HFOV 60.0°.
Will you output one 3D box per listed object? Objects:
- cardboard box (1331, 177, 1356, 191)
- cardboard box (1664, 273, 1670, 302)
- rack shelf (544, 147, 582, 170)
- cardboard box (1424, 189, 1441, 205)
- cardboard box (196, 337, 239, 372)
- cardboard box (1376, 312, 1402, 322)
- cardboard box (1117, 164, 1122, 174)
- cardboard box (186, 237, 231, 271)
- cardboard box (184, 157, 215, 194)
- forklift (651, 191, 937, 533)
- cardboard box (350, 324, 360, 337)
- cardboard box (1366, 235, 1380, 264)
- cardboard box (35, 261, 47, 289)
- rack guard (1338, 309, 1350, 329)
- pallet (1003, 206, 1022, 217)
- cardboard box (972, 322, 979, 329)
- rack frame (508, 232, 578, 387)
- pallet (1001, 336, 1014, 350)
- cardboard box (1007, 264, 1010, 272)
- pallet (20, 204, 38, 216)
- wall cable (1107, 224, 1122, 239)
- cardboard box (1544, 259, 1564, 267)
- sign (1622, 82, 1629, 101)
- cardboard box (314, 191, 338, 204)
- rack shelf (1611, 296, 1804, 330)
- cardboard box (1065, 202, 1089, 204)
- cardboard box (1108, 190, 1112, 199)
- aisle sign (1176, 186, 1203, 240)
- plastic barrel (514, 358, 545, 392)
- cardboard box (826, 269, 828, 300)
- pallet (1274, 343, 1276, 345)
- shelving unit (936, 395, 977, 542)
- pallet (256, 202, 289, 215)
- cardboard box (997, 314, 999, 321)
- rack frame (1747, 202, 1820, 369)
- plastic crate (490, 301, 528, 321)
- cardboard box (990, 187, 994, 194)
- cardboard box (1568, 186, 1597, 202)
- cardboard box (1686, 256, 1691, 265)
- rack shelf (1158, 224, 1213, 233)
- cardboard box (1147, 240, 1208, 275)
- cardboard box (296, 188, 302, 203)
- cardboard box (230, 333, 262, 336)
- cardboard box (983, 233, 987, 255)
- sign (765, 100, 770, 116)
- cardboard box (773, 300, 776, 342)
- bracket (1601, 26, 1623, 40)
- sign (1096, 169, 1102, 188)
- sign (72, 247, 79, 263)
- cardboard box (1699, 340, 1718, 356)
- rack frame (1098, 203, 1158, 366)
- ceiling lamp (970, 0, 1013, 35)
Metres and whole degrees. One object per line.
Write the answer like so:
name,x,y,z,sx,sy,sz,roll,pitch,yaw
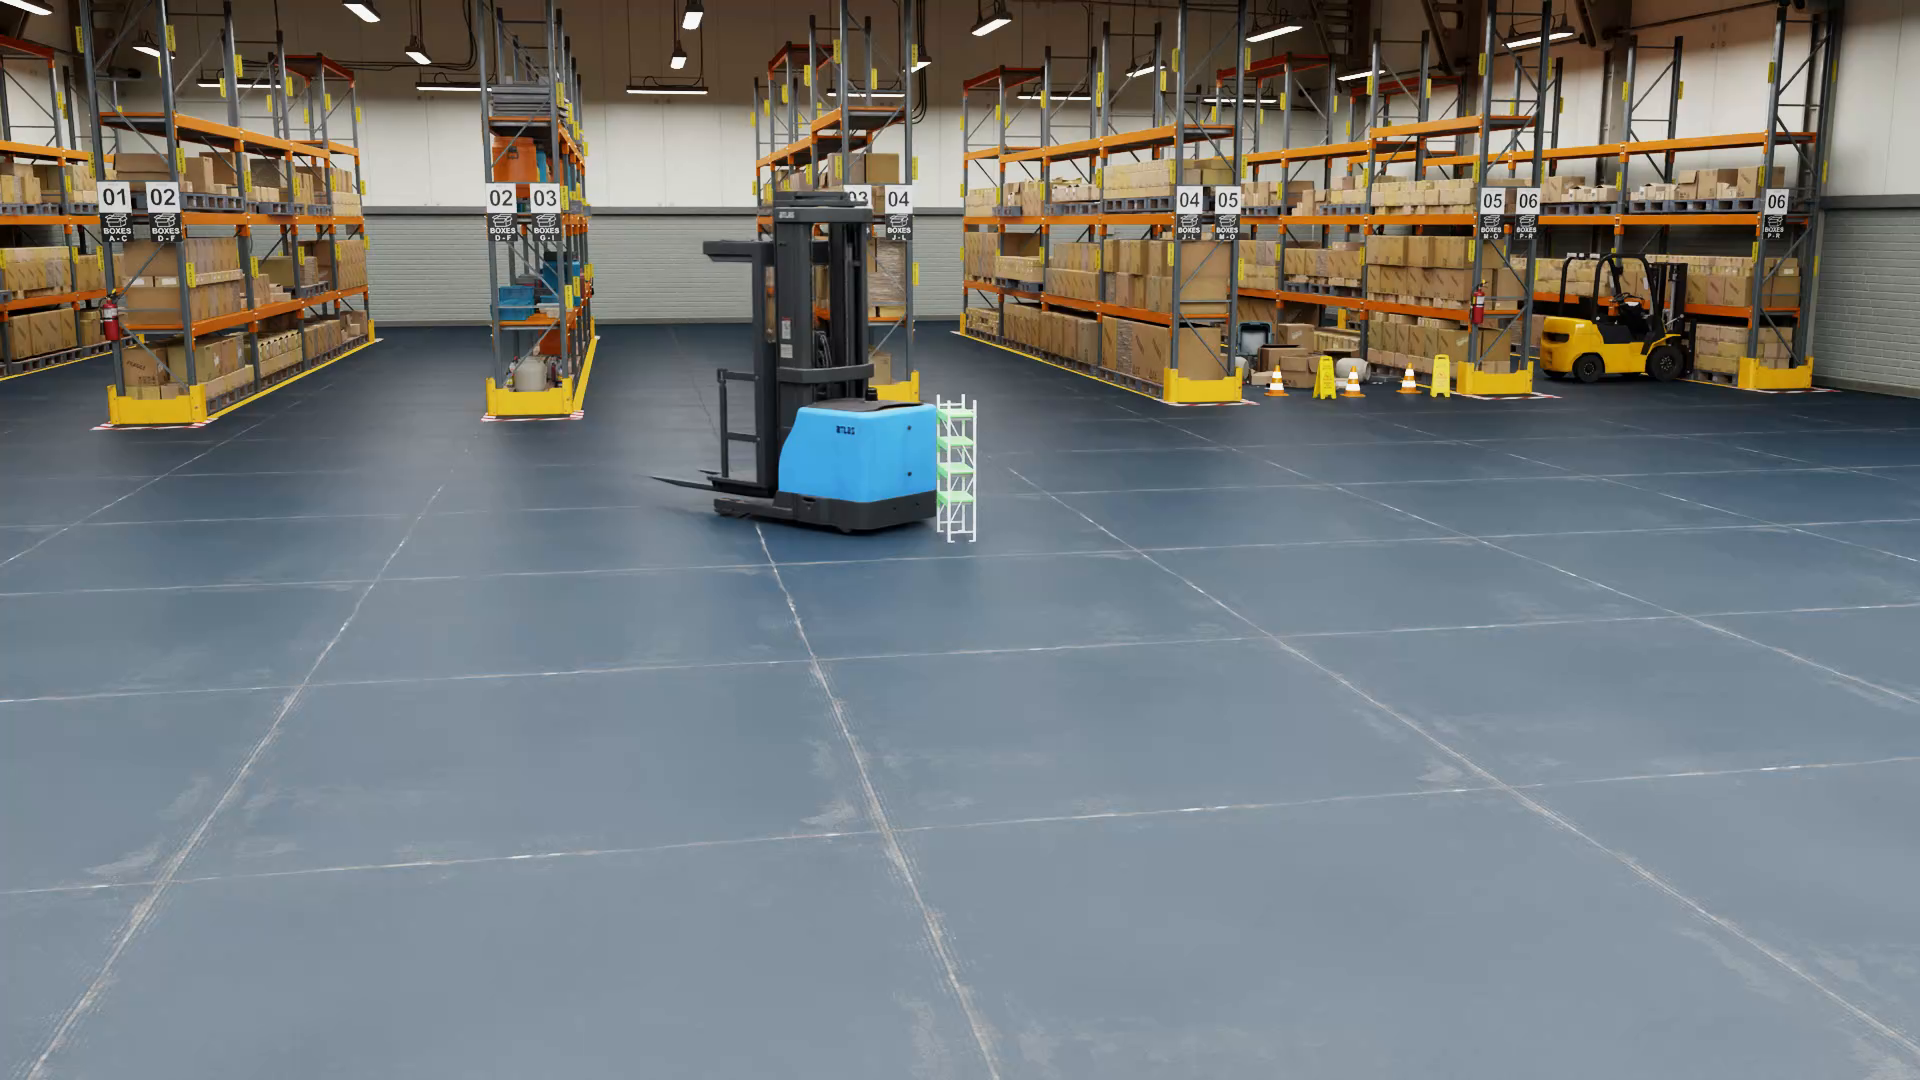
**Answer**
cardboard box,7.296,-6.679,31.183,0.500,0.250,0.500,-2,11,-10
cardboard box,12.669,-4.491,29.501,0.500,0.500,0.500,-2,11,-12
rack shelf,-7.992,-7.496,32.508,1.077,0.370,4.000,-2,11,-11
cardboard box,7.966,-5.623,27.299,0.500,0.250,0.500,-2,11,-9
cardboard box,-11.194,-2.782,25.018,0.500,0.500,0.500,-2,11,-11
cardboard box,7.569,-3.939,29.358,0.380,0.149,0.250,-2,11,-10
cardboard box,2.805,-6.119,27.449,0.380,0.149,0.250,-2,11,-12
cardboard box,-11.493,-4.332,25.196,0.700,0.500,0.500,-2,11,-11
cardboard box,-10.962,-5.198,23.696,0.500,0.500,0.500,-2,11,-11
forklift,-1.640,-1.701,15.297,3.031,2.935,1.130,9,14,39
cardboard box,-13.516,-4.619,36.621,0.500,0.250,0.500,-2,11,-11
cardboard box,7.627,-5.137,29.427,0.700,0.500,0.500,-2,11,-12
cardboard box,-17.462,-4.958,31.107,0.500,0.500,0.500,-2,11,-9
rack guard,10.303,-5.679,42.698,1.175,0.500,0.348,-2,11,-11
pallet,1.582,-6.882,34.811,1.213,0.211,1.003,-2,11,-11
cardboard box,0.500,-5.098,39.462,0.380,0.149,0.250,-2,11,-10
rack frame,-6.825,-3.999,27.183,1.000,3.000,0.127,-2,11,-11
pallet,1.515,-4.295,36.199,1.003,0.211,1.213,-2,11,-11
cardboard box,1.196,-5.756,35.169,0.380,0.149,0.250,-2,11,-9
pallet,-17.719,-6.074,30.569,1.003,0.211,1.213,-2,11,-8
wall cable,4.300,-8.288,46.917,0.585,1.953,0.123,-2,11,-11
cardboard box,11.878,-5.516,33.154,0.380,0.149,0.250,-2,11,-10
sign,12.092,-8.143,30.204,0.100,0.325,0.005,-2,11,-11
cardboard box,-13.092,-7.030,34.152,0.500,0.250,0.500,-2,11,-11
rack shelf,13.011,-4.000,29.115,1.077,0.370,4.000,-2,11,-11
cardboard box,2.290,-6.711,33.145,0.500,0.500,0.500,-2,11,-11
cardboard box,2.707,-5.820,28.009,0.380,0.149,0.250,-2,11,-11
aisle sign,3.415,-4.860,24.756,0.394,0.787,0.004,-2,11,-11
plastic barrel,-6.250,-2.367,24.141,0.421,0.512,0.421,0,11,0
cardboard box,-1.681,-4.108,26.695,0.875,0.500,0.500,-2,11,-11
pallet,6.896,-4.050,34.912,1.003,0.211,1.213,-2,11,-11
shelving unit,-0.032,-0.620,14.244,0.258,1.200,0.503,-2,11,-11
pallet,-12.023,-5.607,28.118,1.003,0.211,1.213,-2,11,-8
cardboard box,1.037,-4.962,37.153,0.380,0.149,0.250,-2,11,-9
rack frame,13.400,-3.987,27.120,1.000,3.000,0.127,-2,11,-11
plastic crate,-6.438,-3.273,23.767,0.499,0.251,0.616,-2,11,-11
cardboard box,0.883,-7.788,37.067,0.380,0.149,0.250,-2,11,-11
cardboard box,12.093,-6.670,32.044,0.500,0.311,0.500,-3,11,-13
cardboard box,12.819,-4.840,28.804,0.380,0.149,0.250,-2,11,-10
rack shelf,5.809,-7.493,39.445,1.077,0.370,4.000,-2,11,-11
cardboard box,3.489,-4.486,26.453,0.875,0.550,0.550,-2,11,-11
cardboard box,-12.680,-6.248,30.710,0.910,0.500,0.500,-2,11,-11
cardboard box,-12.539,-3.481,29.195,0.500,0.311,0.500,-2,11,-12
cardboard box,0.814,-6.760,37.952,0.500,0.500,0.500,-2,11,-10
sign,-4.072,-9.114,35.093,0.100,0.325,0.005,-2,11,-11
cardboard box,-3.204,-4.528,34.524,1.225,0.875,0.875,-3,11,-13
bracket,12.714,-9.874,32.380,0.235,0.232,0.430,-2,11,-11
sign,2.387,-6.201,28.508,0.100,0.325,0.005,-2,11,-11
sign,-17.569,-5.657,33.011,0.100,0.325,0.005,-2,11,-11
cardboard box,12.912,-3.258,28.186,0.500,0.250,0.500,-2,11,-12
rack frame,2.918,-4.341,28.979,1.000,3.000,0.127,-2,11,-11
ceiling lamp,0.762,-10.069,27.419,0.800,3.185,2.000,-2,11,-11
